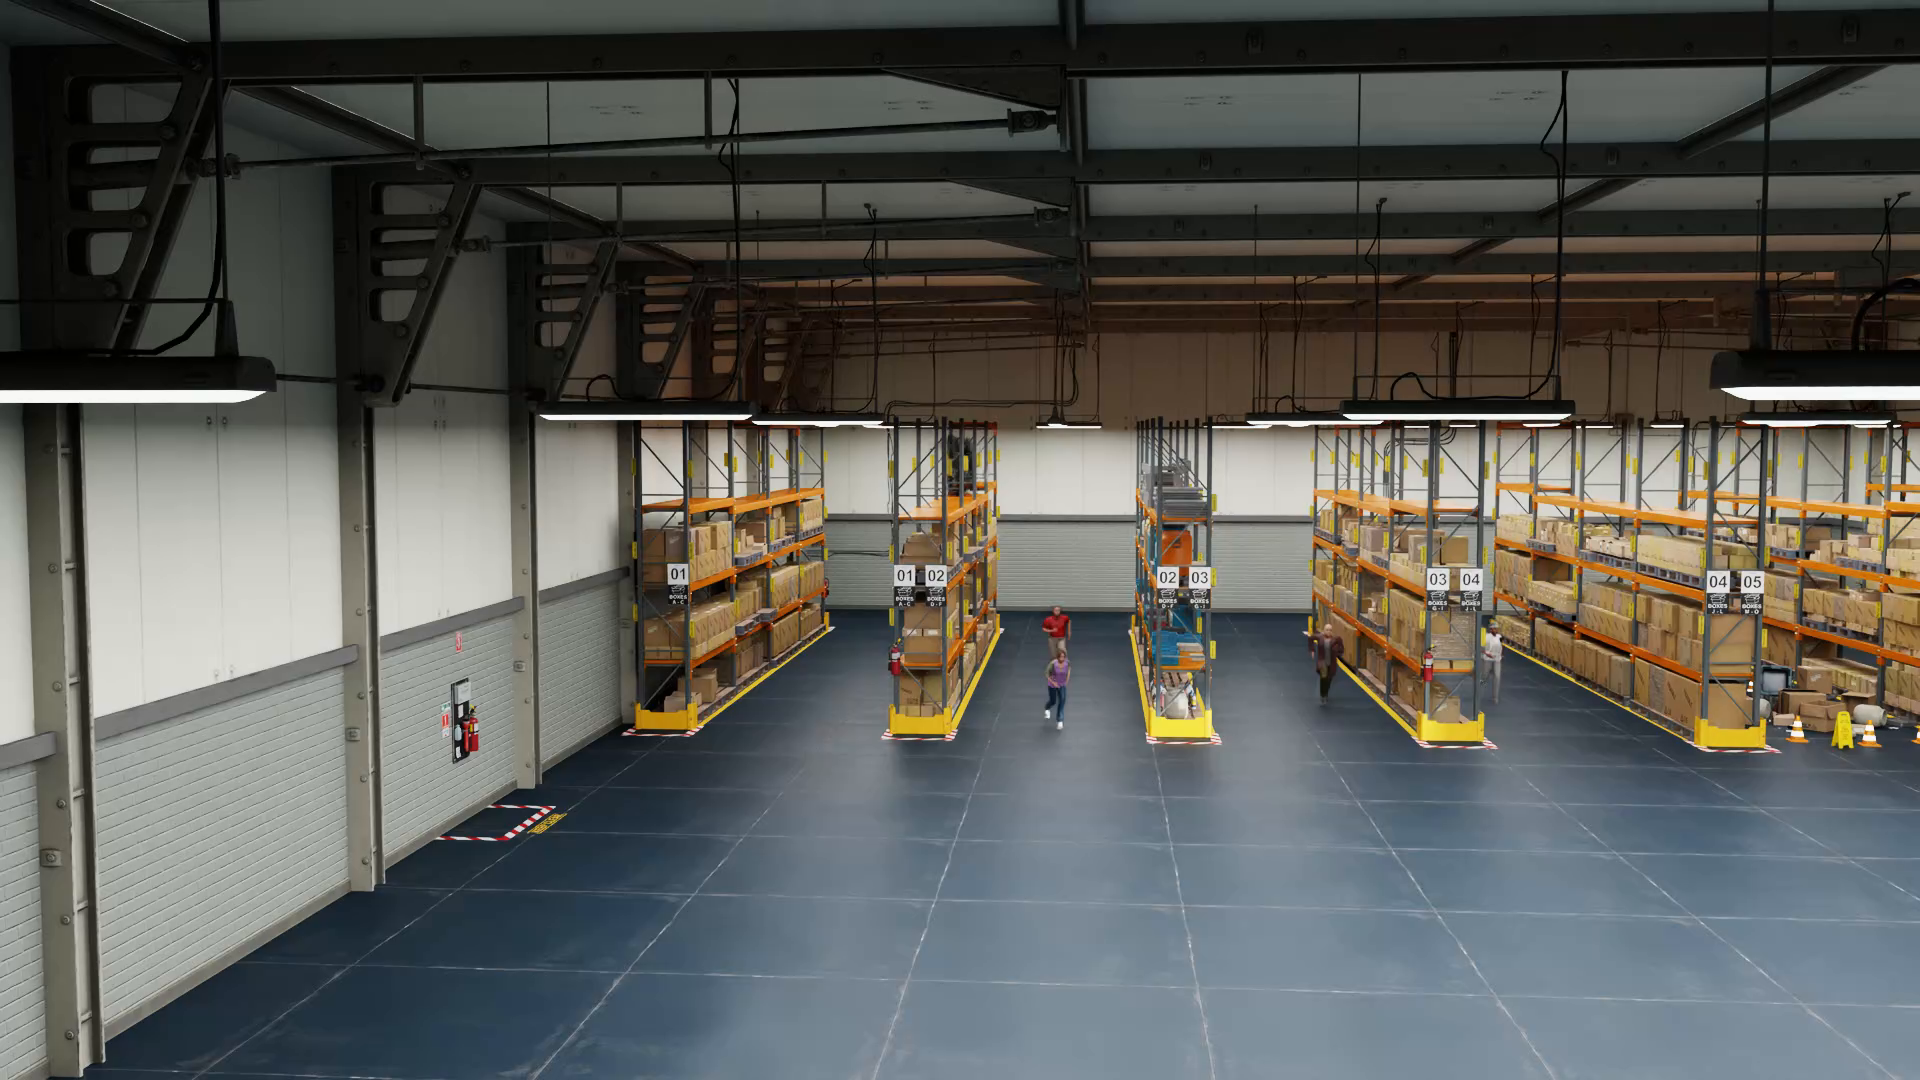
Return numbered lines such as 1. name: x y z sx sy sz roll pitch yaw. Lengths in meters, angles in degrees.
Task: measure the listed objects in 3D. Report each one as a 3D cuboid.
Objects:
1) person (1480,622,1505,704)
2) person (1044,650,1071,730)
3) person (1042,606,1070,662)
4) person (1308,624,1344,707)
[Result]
1. person: 11.306 2.571 35.310 0.618 1.687 0.958 0 4 -7
2. person: 1.852 2.867 32.353 0.569 1.547 0.914 -1 4 -21
3. person: 2.222 2.385 38.240 0.687 1.777 0.876 0 4 -5
4. person: 7.604 2.643 34.571 0.690 1.628 0.985 0 4 1
